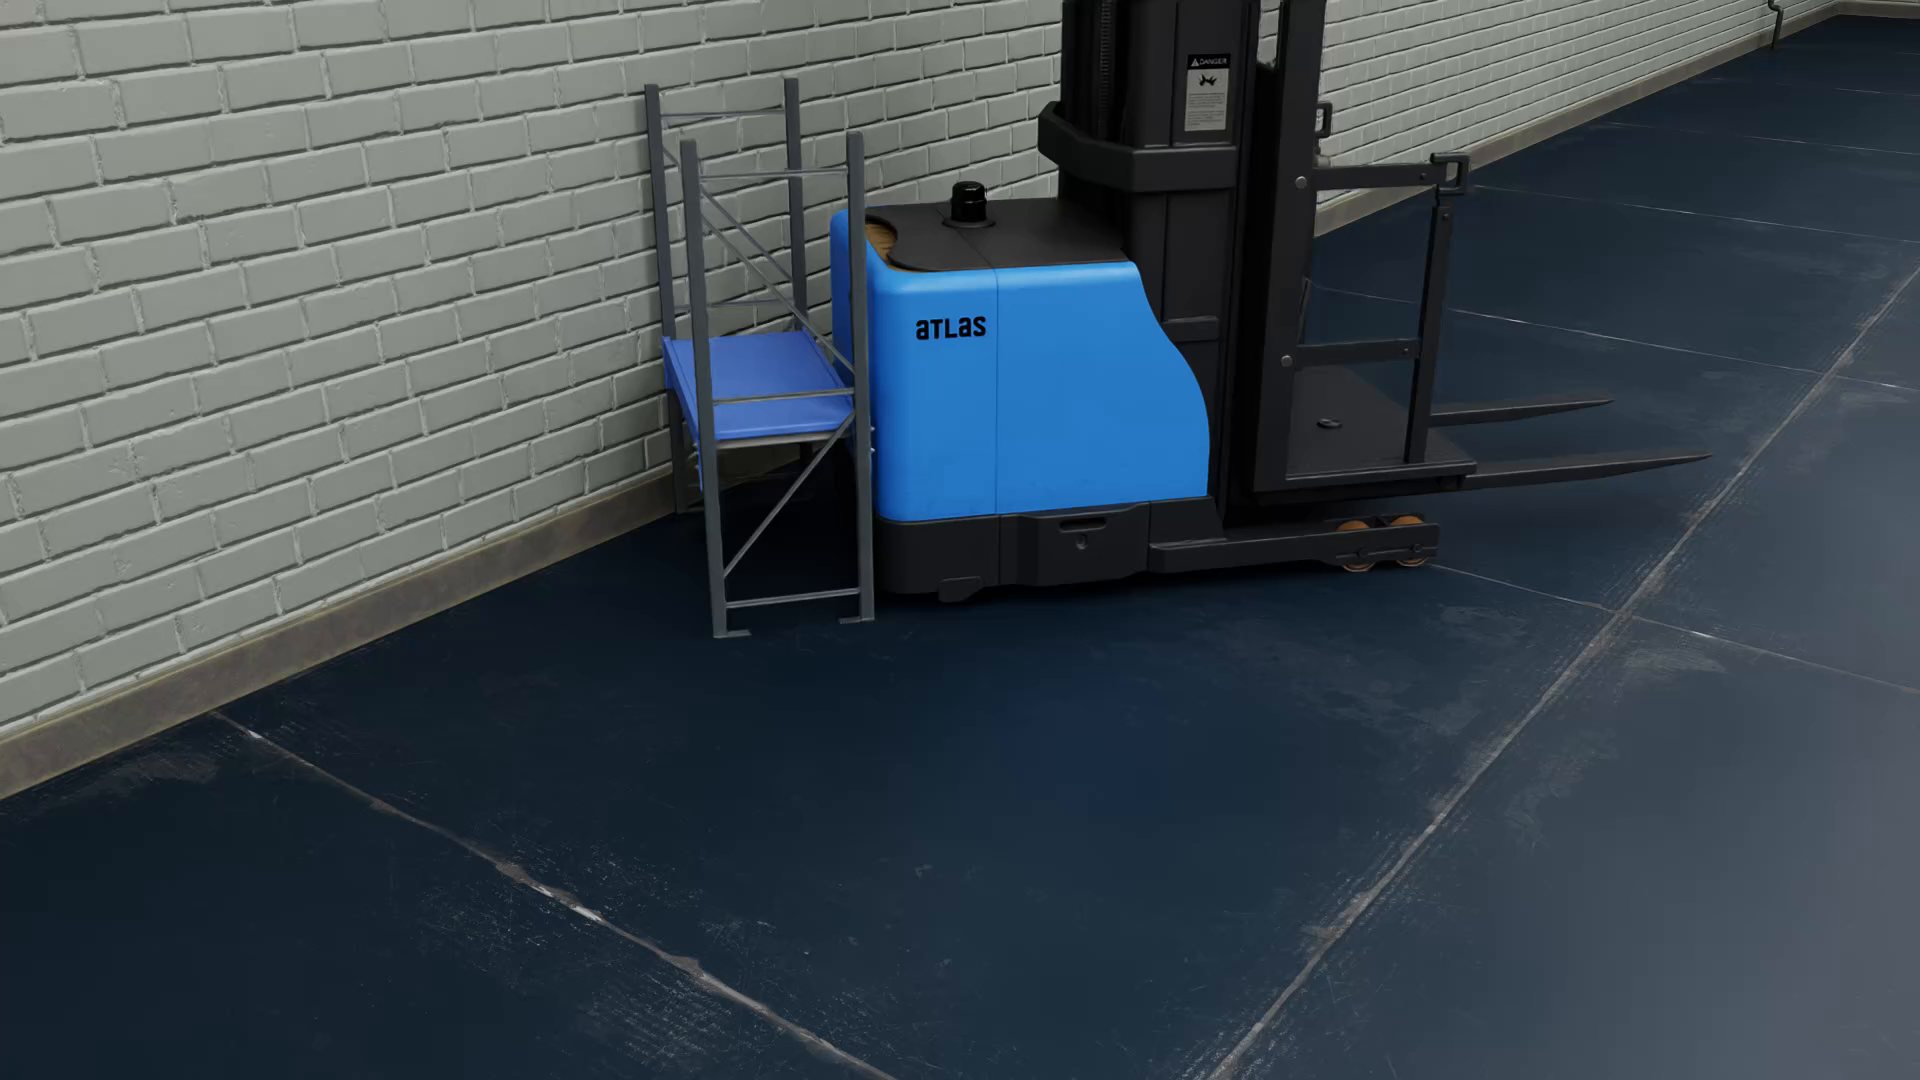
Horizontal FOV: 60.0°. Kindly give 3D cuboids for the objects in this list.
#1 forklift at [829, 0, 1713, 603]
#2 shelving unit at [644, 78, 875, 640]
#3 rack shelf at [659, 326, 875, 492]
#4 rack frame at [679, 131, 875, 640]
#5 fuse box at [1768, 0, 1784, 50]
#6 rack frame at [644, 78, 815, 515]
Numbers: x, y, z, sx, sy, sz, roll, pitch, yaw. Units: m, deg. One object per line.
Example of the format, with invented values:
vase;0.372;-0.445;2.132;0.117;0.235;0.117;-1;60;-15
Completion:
forklift;1.116;-1.437;5.376;3.031;2.935;1.130;-5;24;-12
shelving unit;-0.644;-0.612;5.278;0.538;1.500;1.048;-6;25;-14
rack shelf;-0.644;-0.447;5.351;0.538;0.185;1.000;-6;25;-14
rack frame;-0.511;-0.414;4.829;0.500;1.500;0.032;-6;25;-14
fuse box;8.551;-5.916;17.055;0.414;1.711;0.539;17;29;33
rack frame;-0.776;-0.809;5.727;0.500;1.500;0.032;-6;25;-14
